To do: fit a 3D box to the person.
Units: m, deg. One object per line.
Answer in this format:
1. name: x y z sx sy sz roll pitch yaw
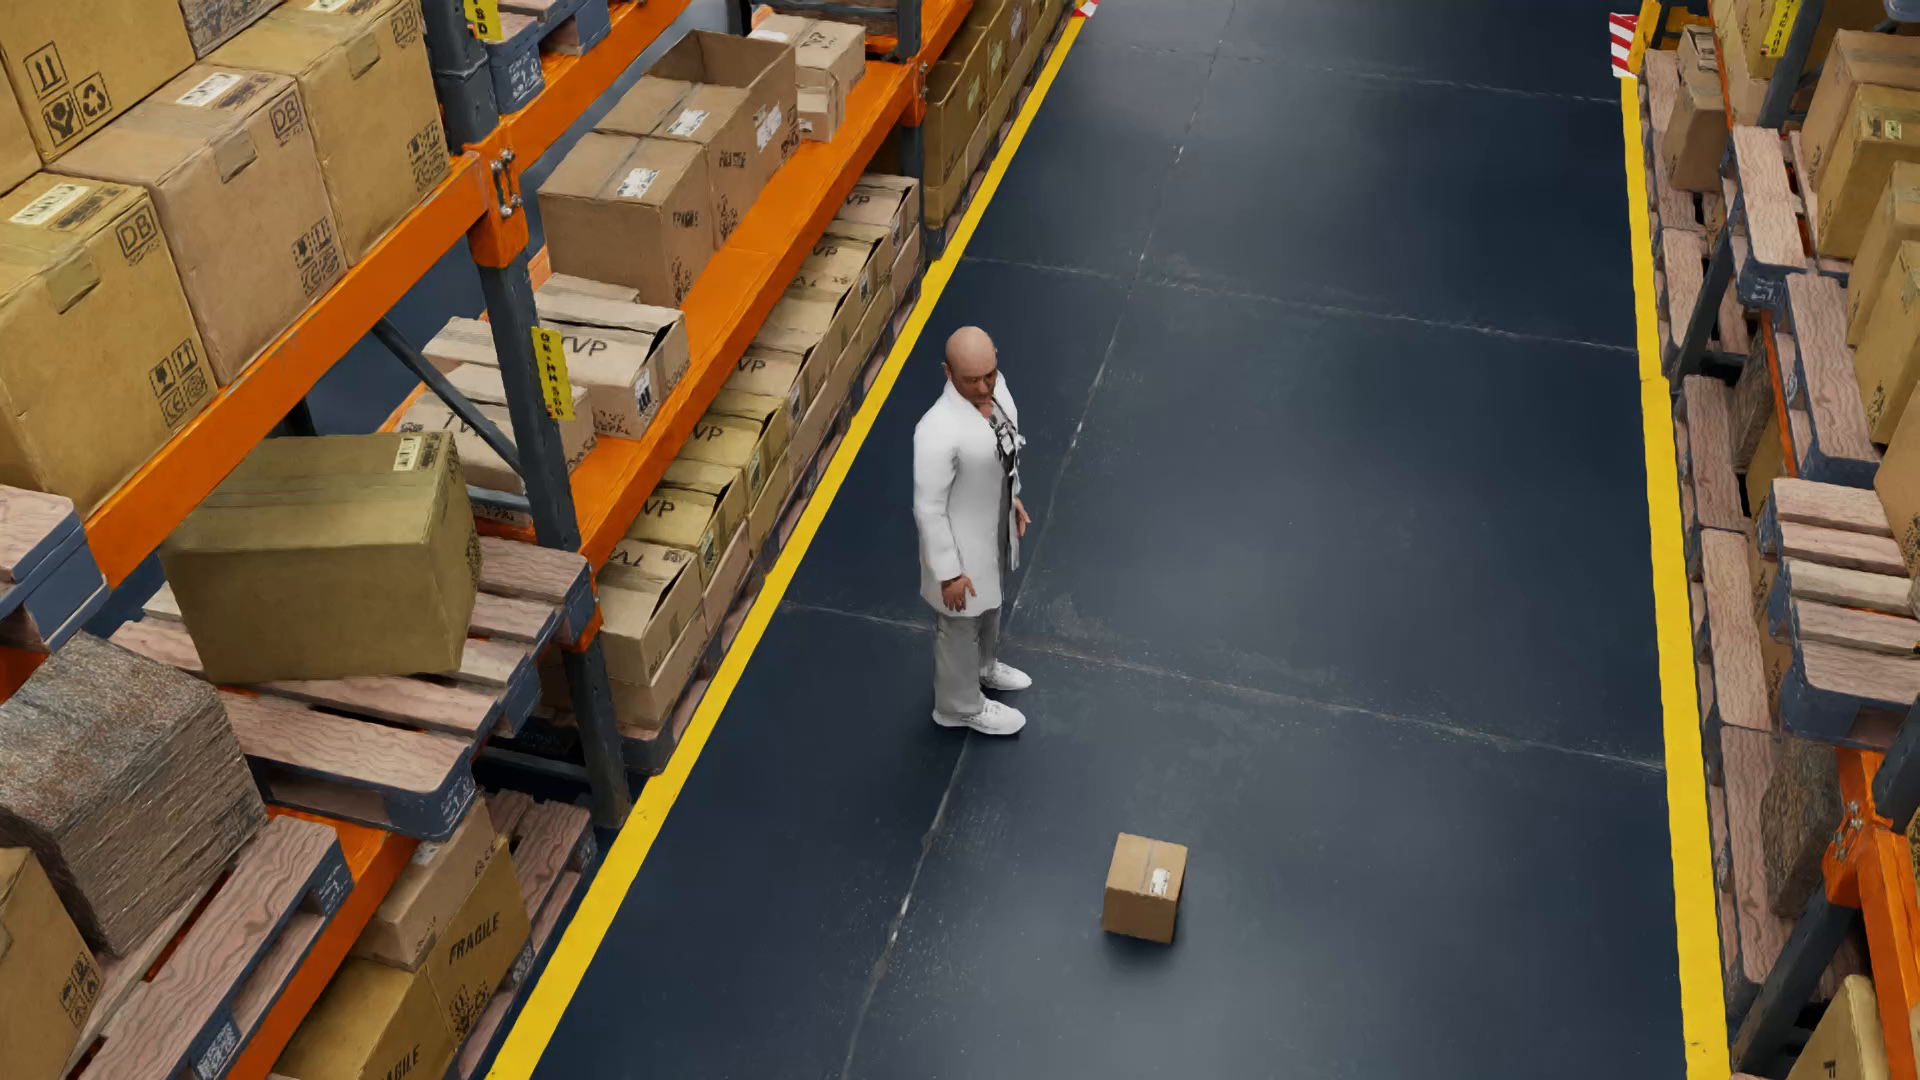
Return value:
1. person: 0.079 0.010 6.151 0.435 1.830 0.634 18 44 20
